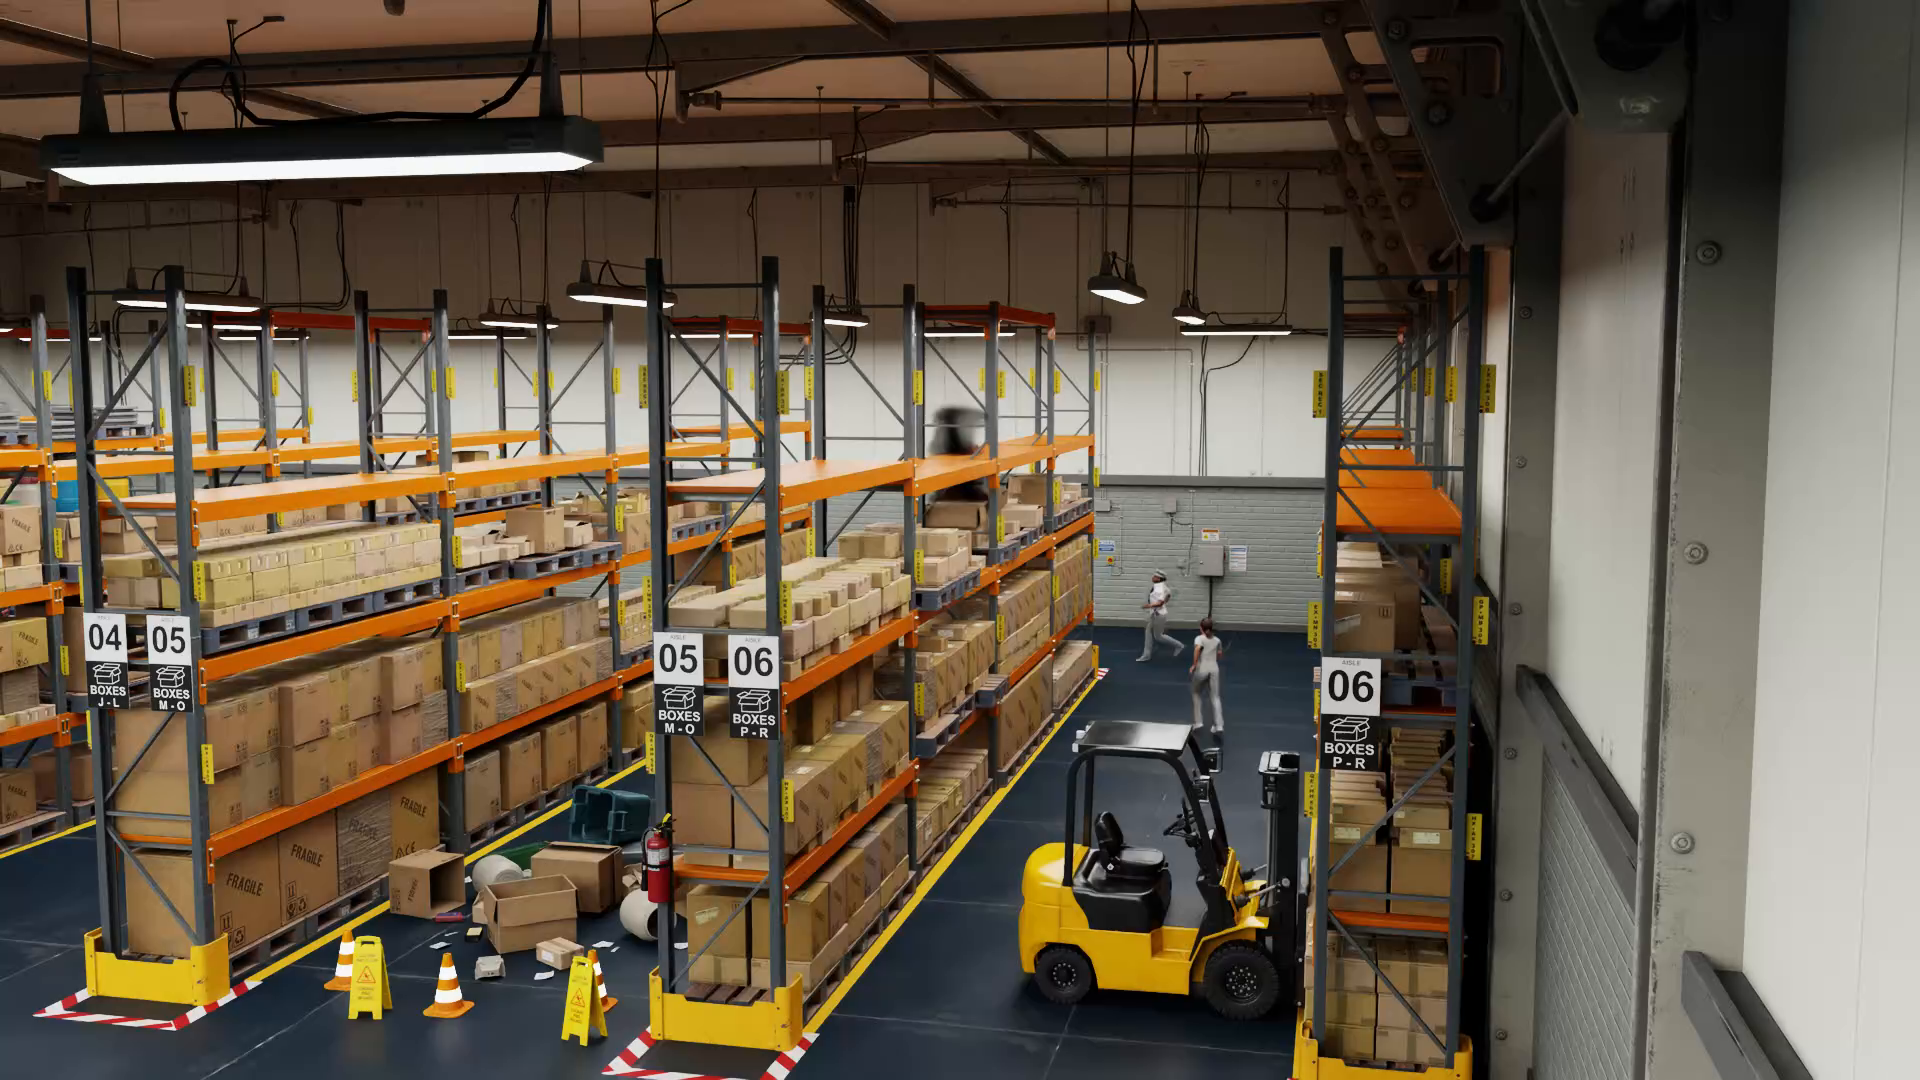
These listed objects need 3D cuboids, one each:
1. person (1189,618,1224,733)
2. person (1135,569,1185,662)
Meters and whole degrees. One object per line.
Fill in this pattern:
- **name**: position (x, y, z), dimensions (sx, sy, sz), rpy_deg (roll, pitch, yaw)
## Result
- **person**: position (3.535, 1.954, 23.738), dimensions (0.562, 1.641, 0.953), rpy_deg (-1, 6, -10)
- **person**: position (3.553, 1.347, 29.566), dimensions (0.863, 1.703, 0.587), rpy_deg (1, 6, 8)
